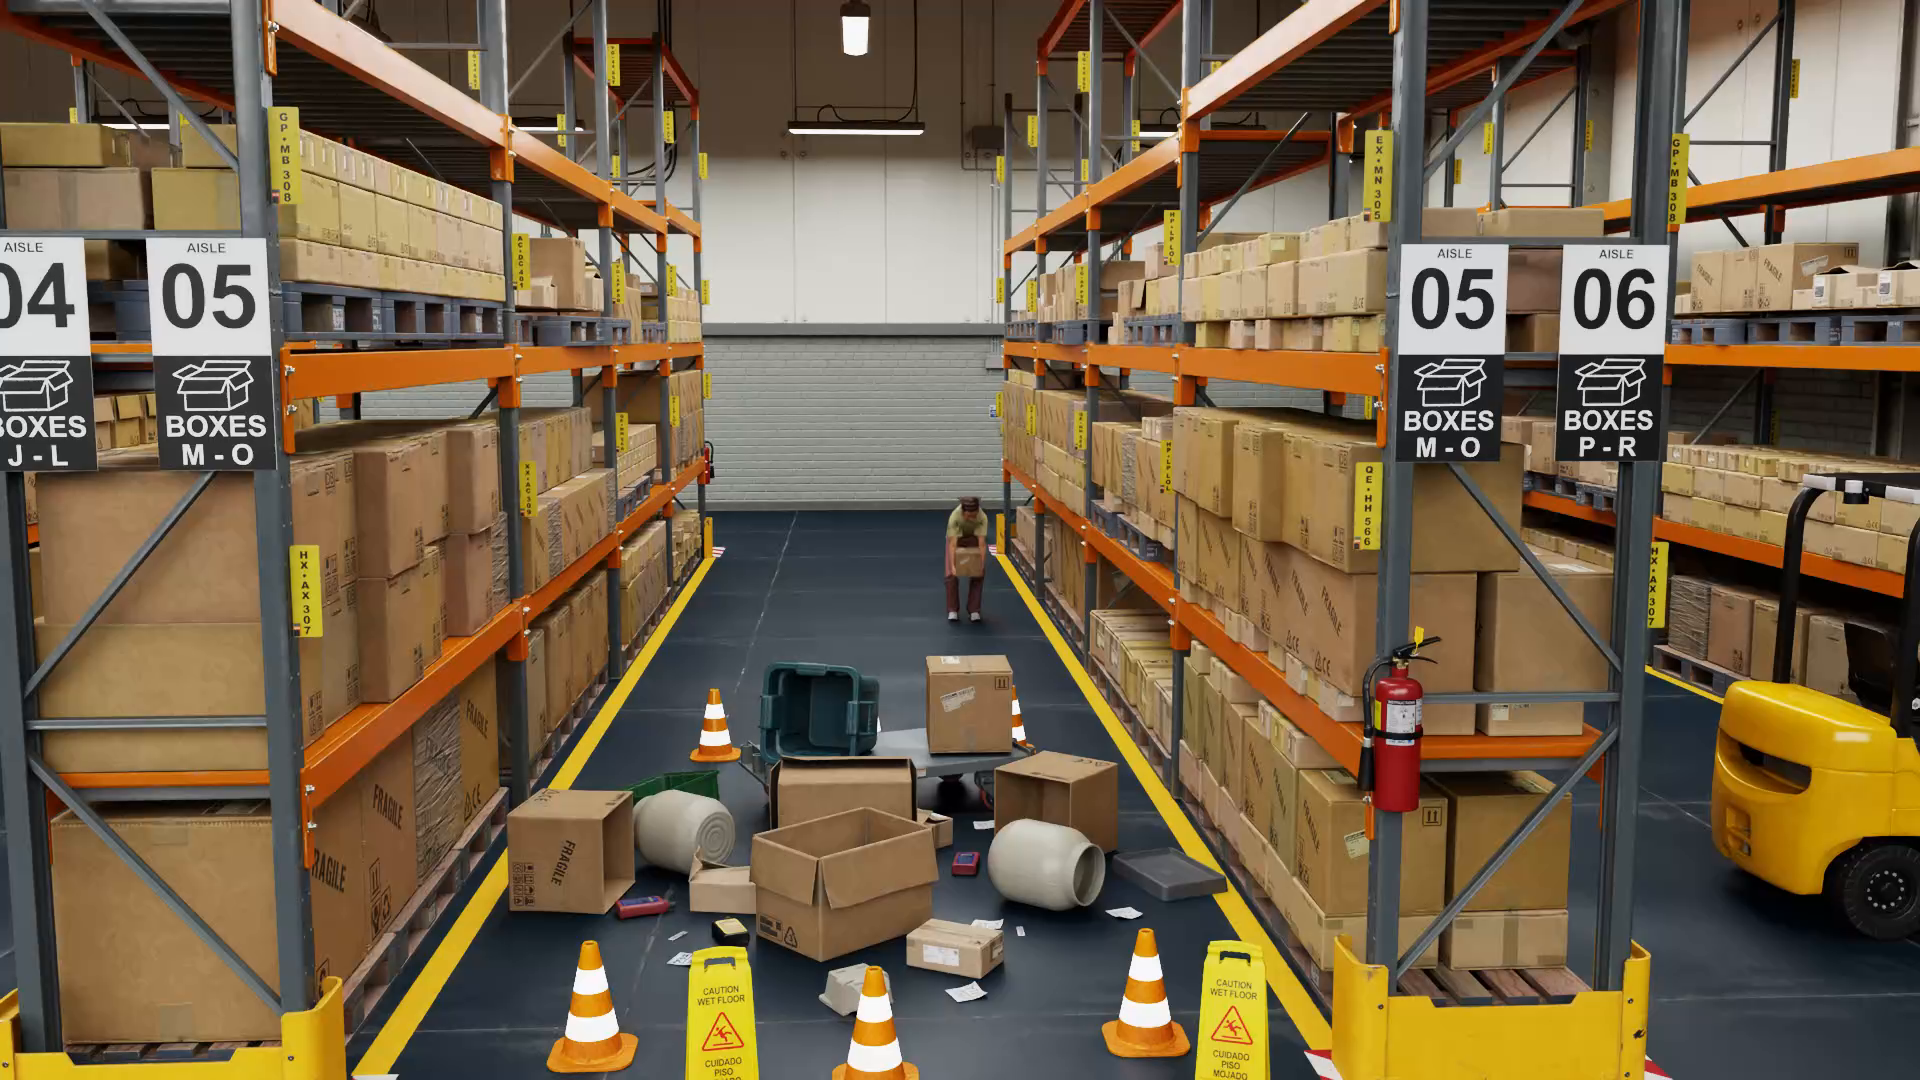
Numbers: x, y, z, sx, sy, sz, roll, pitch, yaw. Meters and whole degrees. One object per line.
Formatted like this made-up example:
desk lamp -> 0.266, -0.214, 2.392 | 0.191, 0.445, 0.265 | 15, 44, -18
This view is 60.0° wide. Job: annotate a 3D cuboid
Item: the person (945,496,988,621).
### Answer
person -> 0.063, 0.180, 16.809 | 0.420, 1.309, 0.806 | -1, 7, -6
